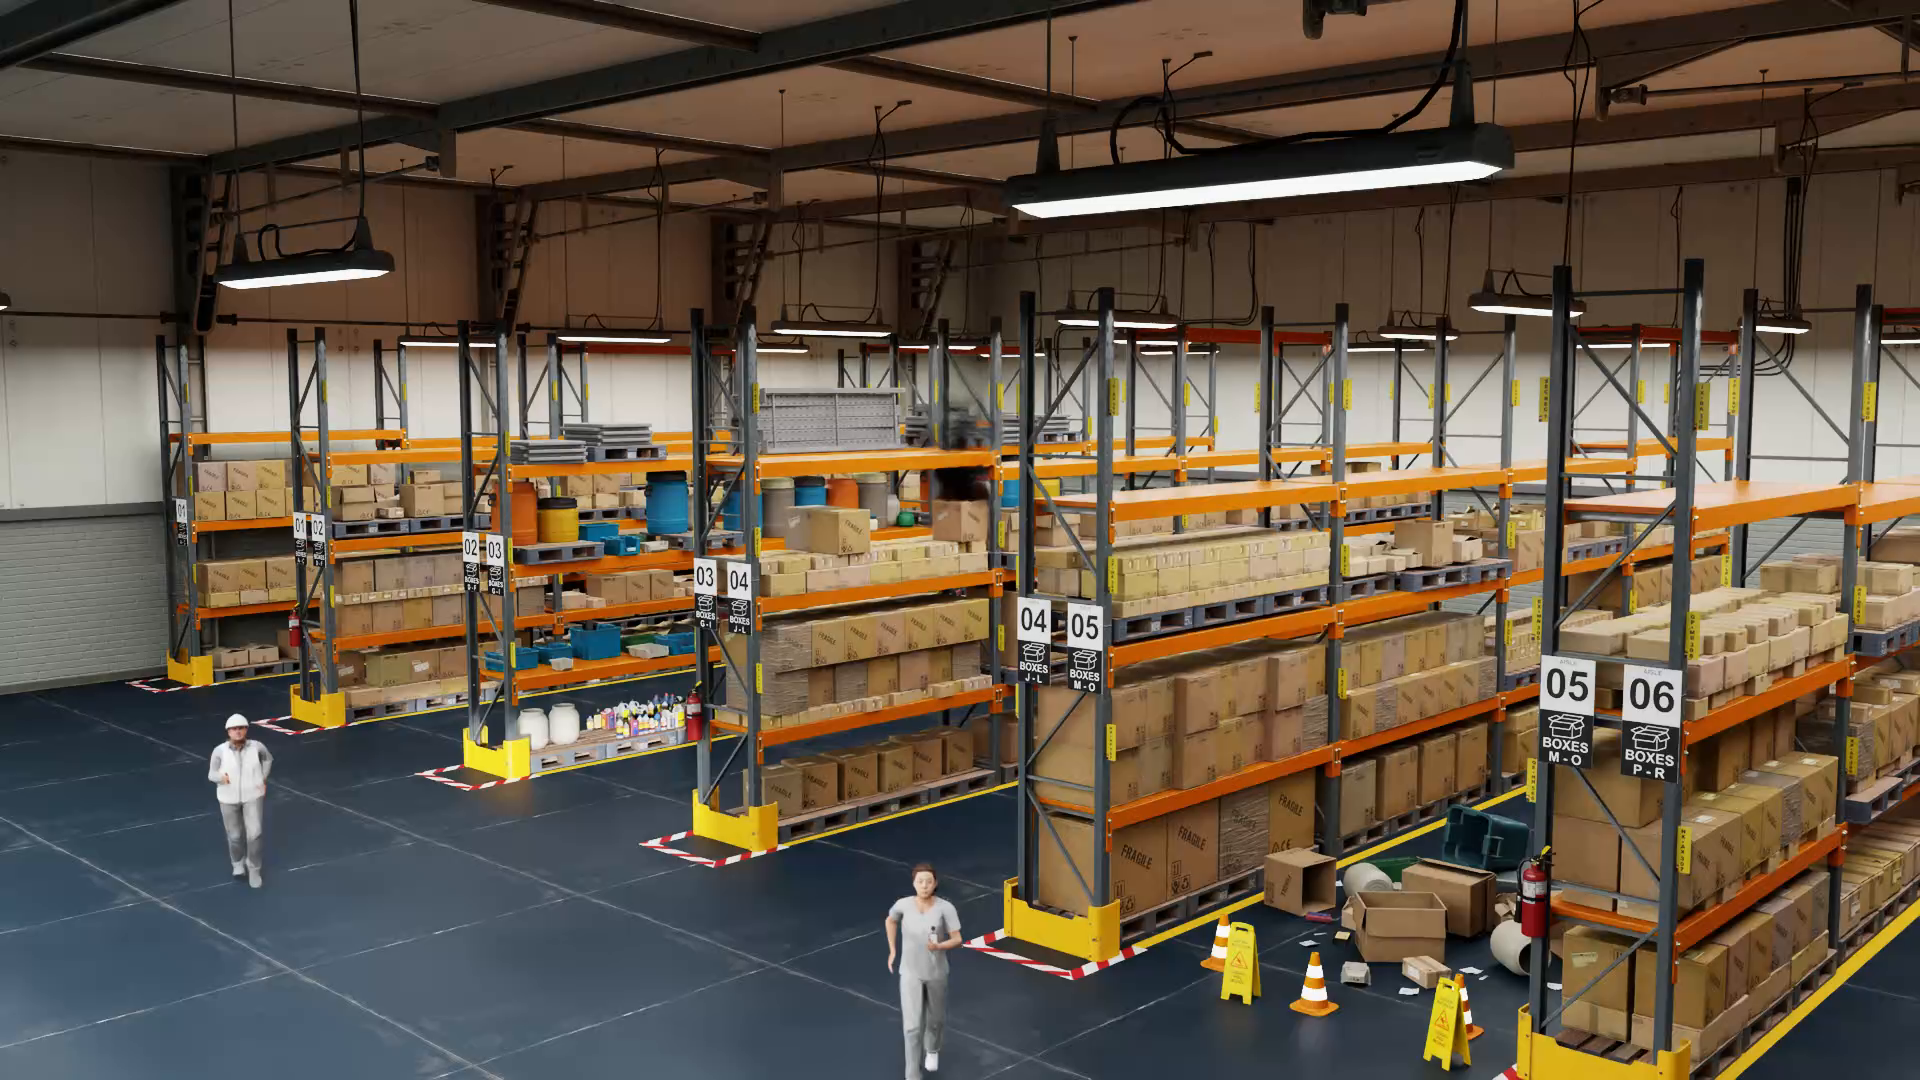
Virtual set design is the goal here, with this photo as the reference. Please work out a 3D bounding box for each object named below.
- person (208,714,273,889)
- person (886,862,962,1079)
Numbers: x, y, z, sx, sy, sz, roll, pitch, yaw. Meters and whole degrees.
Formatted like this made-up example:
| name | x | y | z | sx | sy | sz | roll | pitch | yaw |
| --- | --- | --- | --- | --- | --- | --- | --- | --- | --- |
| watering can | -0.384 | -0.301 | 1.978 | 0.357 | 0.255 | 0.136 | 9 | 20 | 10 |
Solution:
| name | x | y | z | sx | sy | sz | roll | pitch | yaw |
| --- | --- | --- | --- | --- | --- | --- | --- | --- | --- |
| person | -7.396 | 2.686 | 17.120 | 0.609 | 1.810 | 0.786 | -2 | 6 | -21 |
| person | -0.262 | 3.180 | 12.094 | 0.553 | 1.677 | 0.919 | 0 | 5 | -2 |
